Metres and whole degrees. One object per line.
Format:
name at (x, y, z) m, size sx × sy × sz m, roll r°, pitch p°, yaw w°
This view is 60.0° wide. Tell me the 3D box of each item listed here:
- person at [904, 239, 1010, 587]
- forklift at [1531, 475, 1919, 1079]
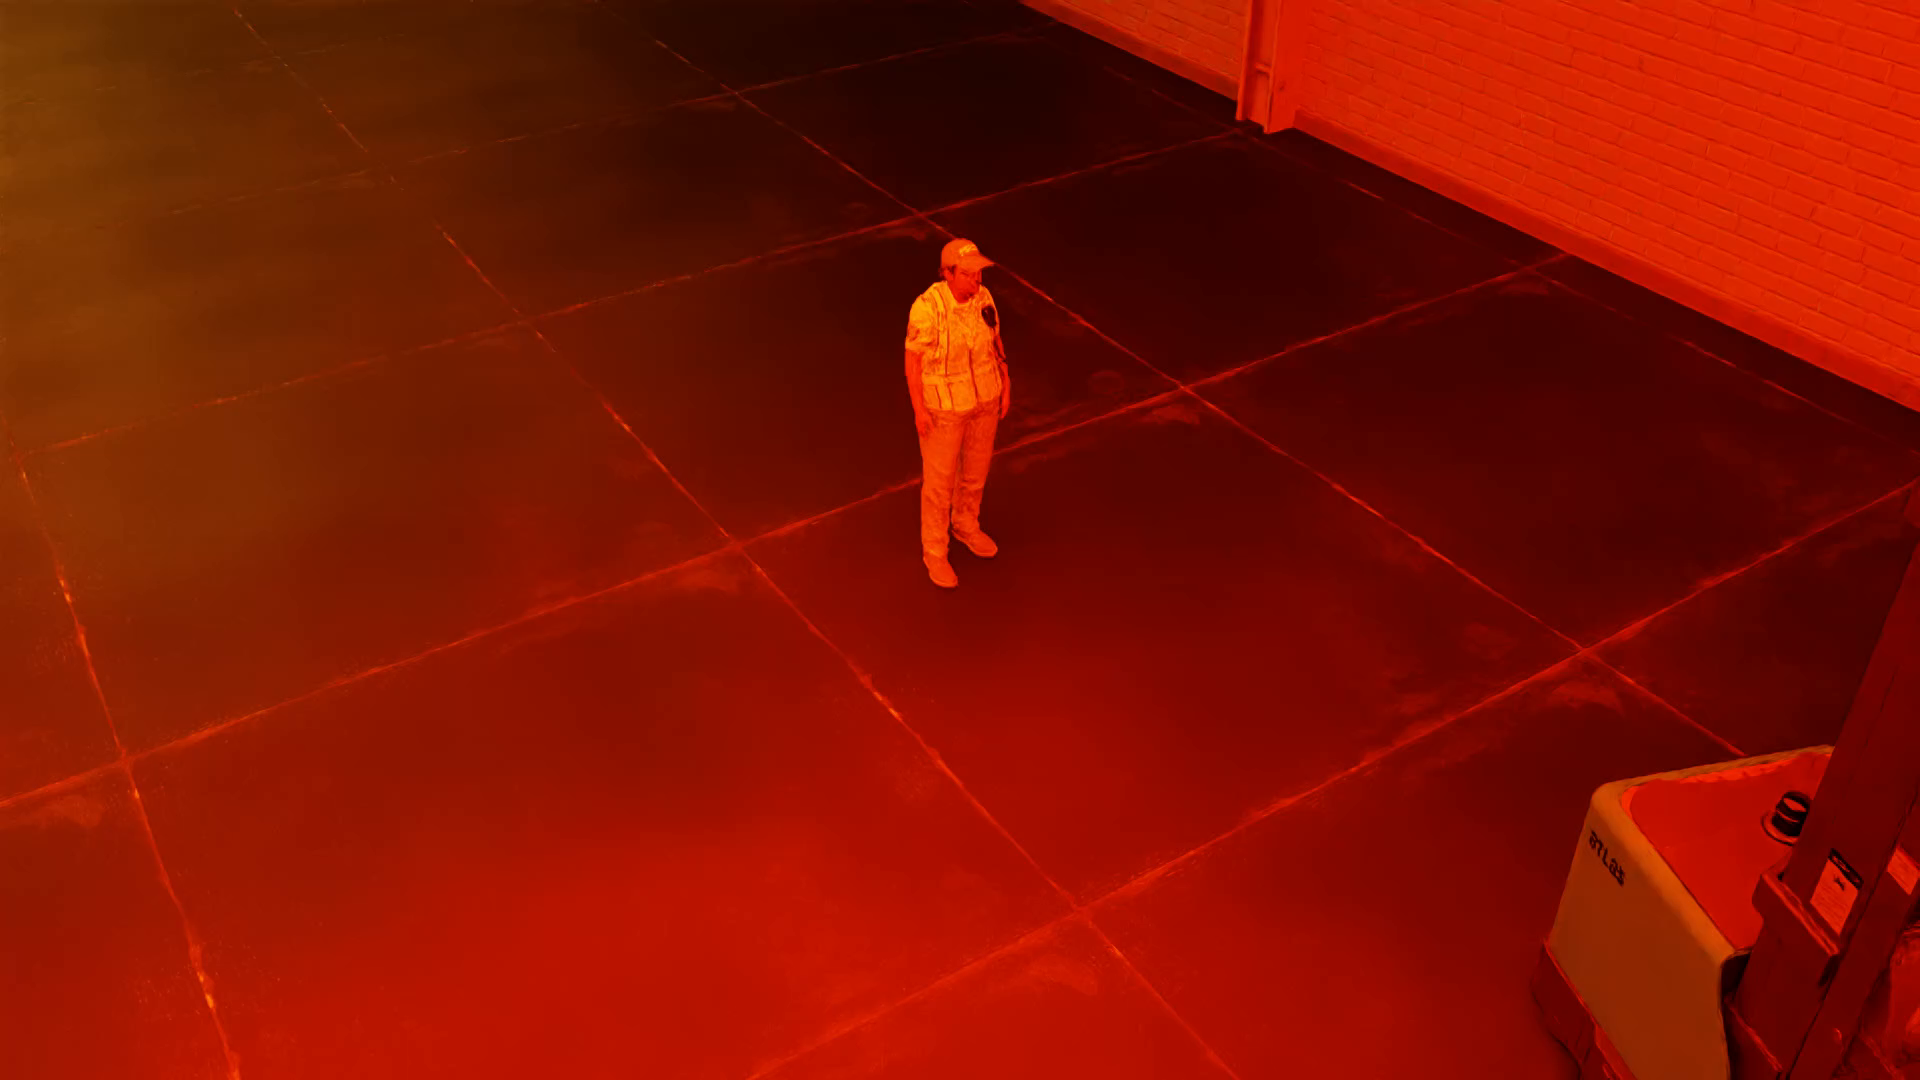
person at (0.023, -0.644, 8.151) m, size 0.598 × 1.669 × 0.529 m, roll -21°, pitch 40°, yaw -27°
forklift at (2.960, 1.272, 4.337) m, size 1.130 × 2.935 × 3.031 m, roll -8°, pitch 36°, yaw -11°
